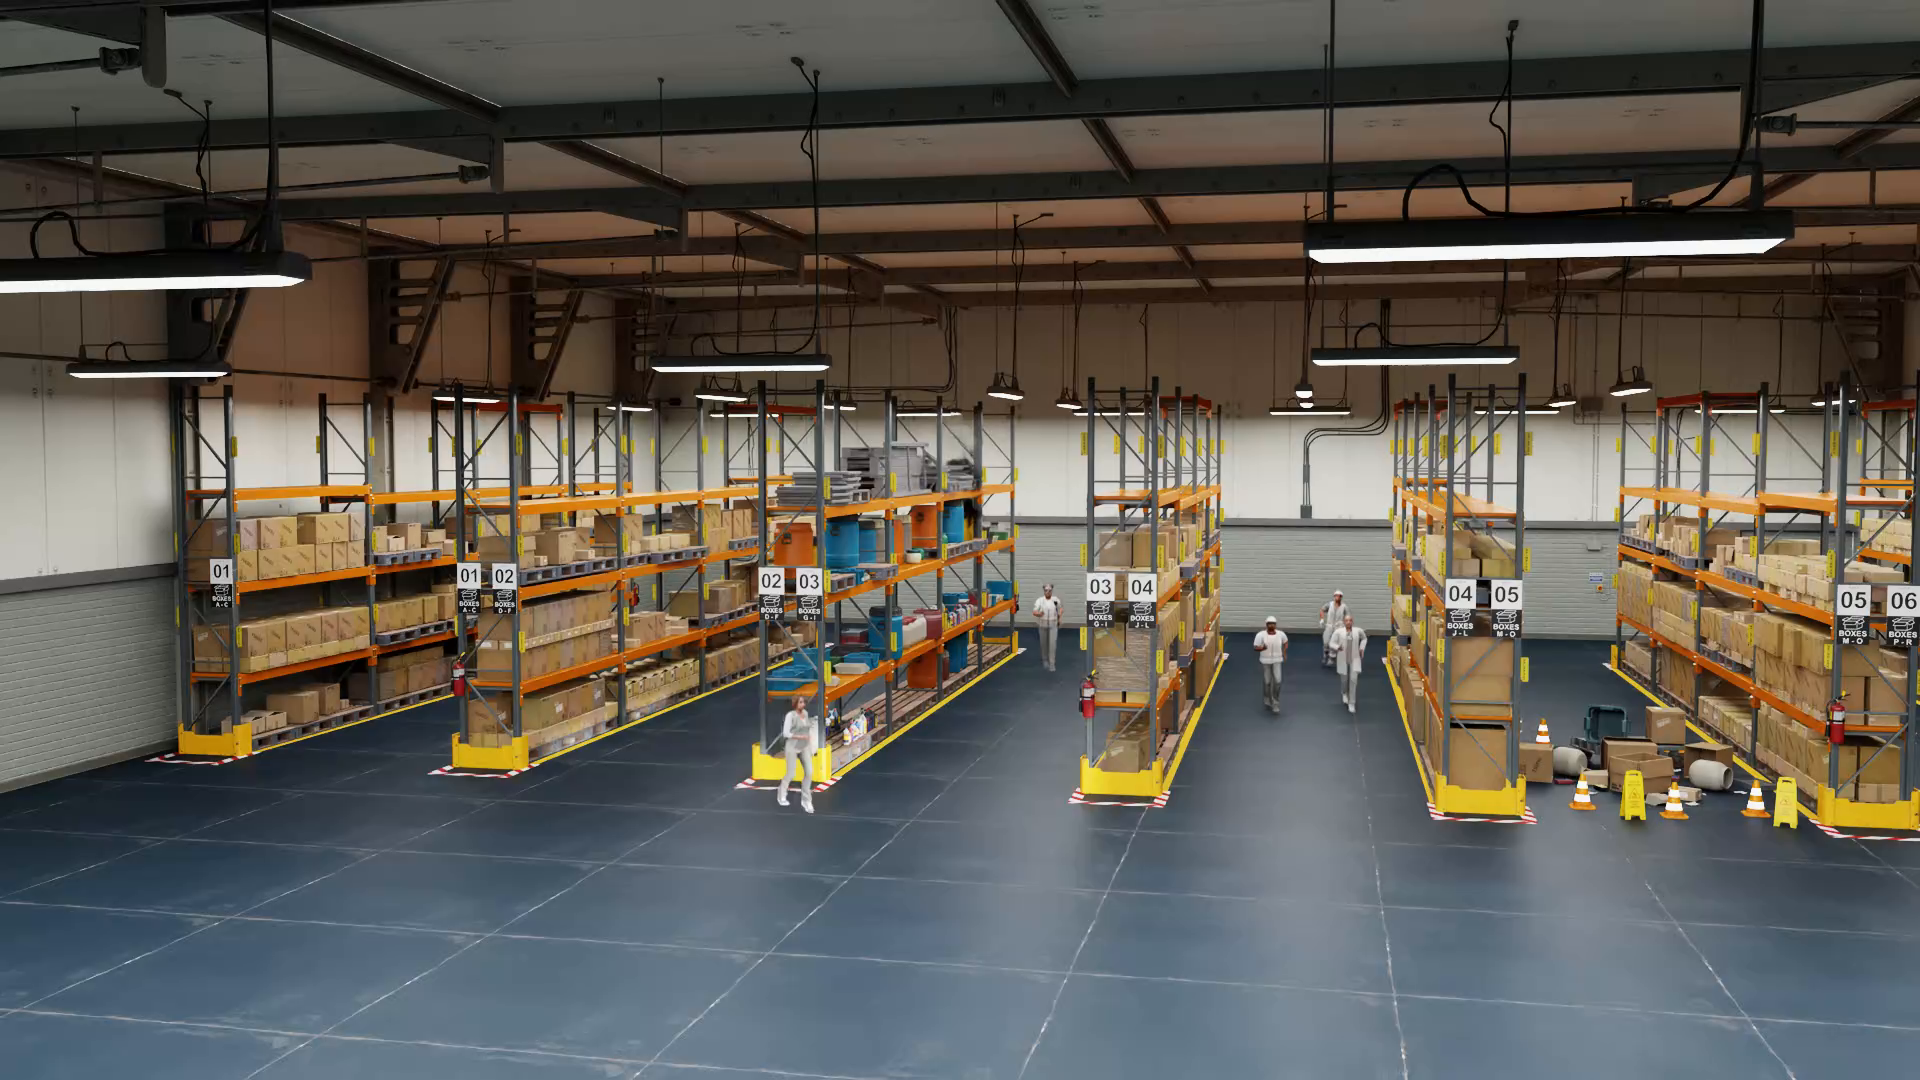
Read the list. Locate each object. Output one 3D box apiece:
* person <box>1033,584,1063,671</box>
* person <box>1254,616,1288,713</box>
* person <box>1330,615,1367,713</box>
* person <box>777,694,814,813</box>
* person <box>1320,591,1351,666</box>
[{"bbox_3d":[1.865,1.844,35.225,0.659,1.834,0.897,0,3,2],"label":"person"},{"bbox_3d":[5.905,2.357,31.543,0.674,1.824,0.717,0,3,6],"label":"person"},{"bbox_3d":[7.413,2.326,31.745,0.707,1.798,1.049,1,3,11],"label":"person"},{"bbox_3d":[-2.236,2.934,22.861,0.708,1.662,0.555,3,4,44],"label":"person"},{"bbox_3d":[8.526,2.020,37.795,0.701,1.737,0.547,1,3,14],"label":"person"}]
